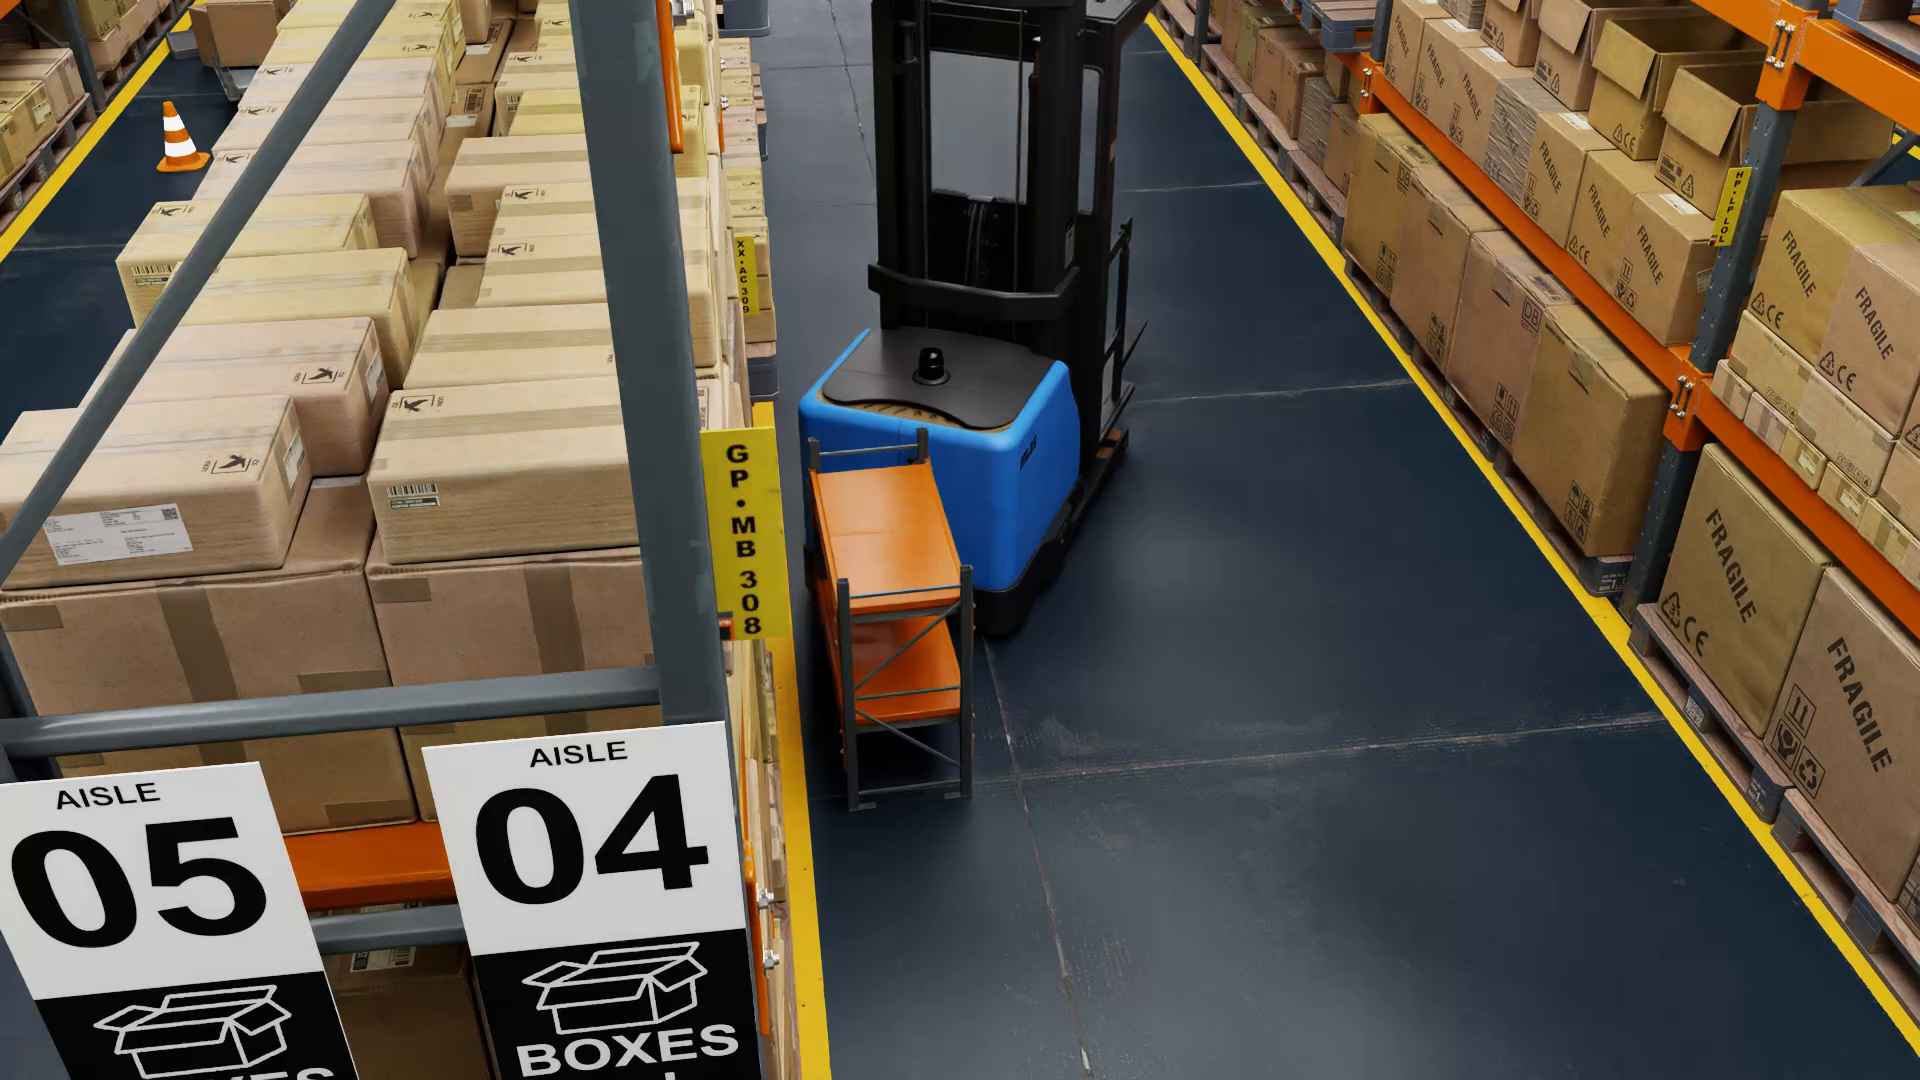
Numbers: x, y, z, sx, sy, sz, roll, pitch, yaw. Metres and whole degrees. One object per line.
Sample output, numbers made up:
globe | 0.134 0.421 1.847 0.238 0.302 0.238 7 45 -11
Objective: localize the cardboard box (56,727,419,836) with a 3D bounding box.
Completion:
cardboard box | -1.140 0.228 2.721 0.500 0.250 0.500 -5 35 -7

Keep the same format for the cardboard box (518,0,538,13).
cardboard box | -1.003 -1.552 4.536 0.380 0.149 0.250 -3 34 -5

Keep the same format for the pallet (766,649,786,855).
pallet | -1.229 0.932 6.695 1.003 0.211 1.213 -4 35 -6

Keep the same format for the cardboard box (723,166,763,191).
cardboard box | -1.027 -1.461 7.052 0.380 0.149 0.250 -4 34 -6

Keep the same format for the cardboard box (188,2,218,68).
cardboard box | -6.118 -4.294 14.106 0.500 0.500 0.500 20 39 26

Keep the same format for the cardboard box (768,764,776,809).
cardboard box | -0.849 0.918 5.870 0.380 0.149 0.250 -6 35 -9

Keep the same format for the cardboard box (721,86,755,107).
cardboard box | -1.167 -2.034 7.893 0.380 0.149 0.250 -3 34 -5

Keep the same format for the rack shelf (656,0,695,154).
rack shelf | -1.086 -1.657 3.332 1.077 0.370 4.000 -4 35 -6

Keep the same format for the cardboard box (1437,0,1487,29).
cardboard box | 3.118 -3.190 9.288 0.797 0.503 0.637 -3 34 -5

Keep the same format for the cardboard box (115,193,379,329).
cardboard box | -1.267 -0.500 2.992 0.380 0.149 0.250 -4 34 -6

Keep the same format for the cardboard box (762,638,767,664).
cardboard box | -0.876 0.059 5.146 0.500 0.500 0.500 -5 35 -7

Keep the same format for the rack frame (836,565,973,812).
rack frame | -0.201 0.589 6.386 0.500 1.125 0.032 -6 35 -8

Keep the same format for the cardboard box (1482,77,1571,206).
cardboard box | 3.041 -2.041 8.492 0.500 0.500 0.500 -4 35 -6

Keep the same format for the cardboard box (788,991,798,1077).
cardboard box | -0.728 1.618 5.371 0.380 0.149 0.250 -6 35 -9

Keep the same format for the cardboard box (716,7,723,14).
cardboard box | -1.341 -2.761 8.960 0.380 0.149 0.250 -5 35 -7

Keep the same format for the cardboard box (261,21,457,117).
cardboard box | -1.378 -1.079 3.841 0.380 0.149 0.250 -5 35 -8

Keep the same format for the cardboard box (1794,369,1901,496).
cardboard box | 3.439 -0.413 6.061 0.500 0.250 0.500 -5 35 -7

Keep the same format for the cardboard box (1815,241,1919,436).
cardboard box | 3.443 -0.721 5.847 0.500 0.500 0.500 -4 35 -6

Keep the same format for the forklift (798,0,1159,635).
forklift | 0.261 -1.608 8.007 1.130 2.935 3.031 12 36 17

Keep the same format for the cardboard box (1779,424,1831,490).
cardboard box | 3.355 -0.324 6.285 0.380 0.149 0.250 -3 34 -5

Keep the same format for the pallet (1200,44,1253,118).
pallet | 2.604 -3.789 13.623 1.003 0.211 1.213 -4 35 -6

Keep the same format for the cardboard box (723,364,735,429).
cardboard box | -0.690 -0.102 3.206 0.500 0.250 0.500 -3 34 -5

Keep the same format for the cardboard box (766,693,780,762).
cardboard box | -0.895 0.739 6.396 0.380 0.149 0.250 -6 35 -8

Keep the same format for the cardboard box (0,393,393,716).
cardboard box | -1.131 0.018 2.586 0.500 0.250 0.500 -5 35 -8

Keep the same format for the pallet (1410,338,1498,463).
pallet | 3.228 -0.867 9.334 1.003 0.211 1.213 -4 35 -6

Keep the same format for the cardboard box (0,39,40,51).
cardboard box | -7.668 -3.972 13.484 0.500 0.250 0.500 -3 34 -4

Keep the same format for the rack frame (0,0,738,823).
rack frame | -0.817 -0.839 1.491 1.000 3.000 0.127 -4 35 -6

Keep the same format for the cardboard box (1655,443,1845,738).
cardboard box | 3.583 0.167 6.855 0.875 0.875 0.875 -4 35 -6

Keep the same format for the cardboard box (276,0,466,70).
cardboard box | -1.427 -1.224 4.053 0.380 0.149 0.250 -3 34 -4

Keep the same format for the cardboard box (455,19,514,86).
cardboard box | -1.412 -1.130 4.270 0.500 0.250 0.500 -4 34 -6

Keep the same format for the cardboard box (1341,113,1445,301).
cardboard box | 3.108 -2.053 10.112 1.225 0.875 0.875 -6 35 -9

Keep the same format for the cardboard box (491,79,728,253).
cardboard box | -0.815 -0.865 3.882 0.500 0.250 0.500 -6 35 -8

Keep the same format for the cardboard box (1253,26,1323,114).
cardboard box | 2.680 -3.601 12.699 0.700 0.500 0.500 -7 35 -10

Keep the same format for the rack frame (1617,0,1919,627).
rack frame | 3.574 -0.912 6.924 1.000 3.000 0.127 -4 35 -6

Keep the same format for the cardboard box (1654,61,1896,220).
cardboard box | 3.480 -1.723 7.136 0.797 0.503 0.637 -5 35 -8

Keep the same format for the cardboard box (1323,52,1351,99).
cardboard box | 2.834 -3.269 11.547 0.500 0.250 0.500 -1 34 -1

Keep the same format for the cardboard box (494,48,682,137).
cardboard box | -0.814 -0.976 3.690 0.380 0.149 0.250 -3 34 -5

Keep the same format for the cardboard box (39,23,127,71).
cardboard box | -7.134 -4.012 13.543 0.500 0.250 0.500 -6 35 -9

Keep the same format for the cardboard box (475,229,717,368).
cardboard box | -0.615 -0.408 2.856 0.380 0.149 0.250 -4 35 -6

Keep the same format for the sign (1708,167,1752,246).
sign | 3.037 -1.311 6.552 0.100 0.325 0.005 -4 35 -6

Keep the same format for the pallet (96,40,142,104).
pallet | -7.448 -3.845 13.705 1.003 0.211 1.213 -4 35 -6

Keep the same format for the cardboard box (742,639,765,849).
cardboard box | -0.688 0.511 3.596 0.500 0.500 0.500 -3 34 -5

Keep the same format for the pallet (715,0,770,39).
pallet | -1.332 -2.107 6.181 1.213 0.211 1.003 -4 35 -6

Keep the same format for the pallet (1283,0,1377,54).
pallet | 2.834 -3.454 10.825 1.213 0.211 1.003 -4 35 -6

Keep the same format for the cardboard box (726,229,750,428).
cardboard box | -0.949 -0.640 5.285 0.500 0.500 0.500 -5 35 -8

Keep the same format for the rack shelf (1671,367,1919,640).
rack shelf | 3.843 0.502 5.489 1.077 0.370 4.000 -4 35 -6

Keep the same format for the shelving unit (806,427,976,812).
shelving unit | -0.291 0.308 6.800 0.538 1.125 1.048 -6 35 -8
